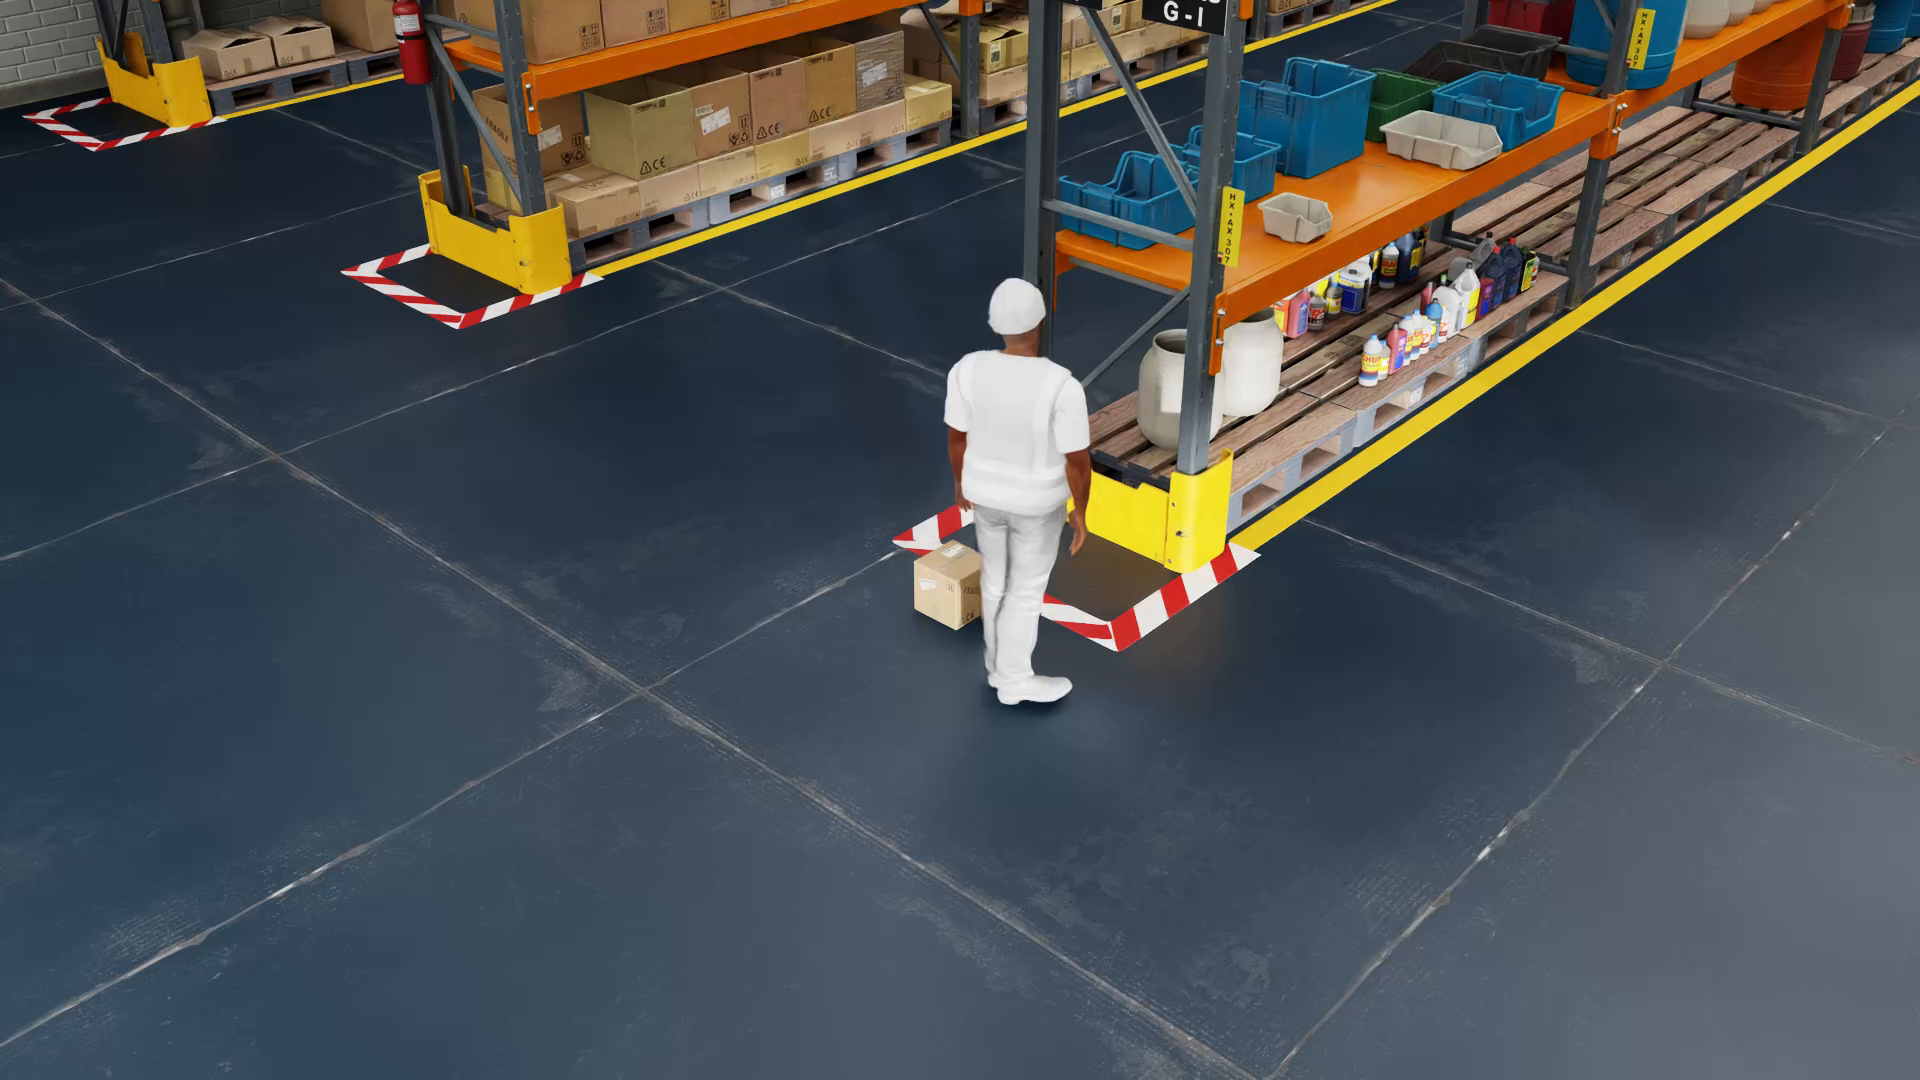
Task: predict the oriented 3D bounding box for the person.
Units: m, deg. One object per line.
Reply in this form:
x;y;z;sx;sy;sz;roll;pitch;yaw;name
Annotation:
0.240;-0.177;6.365;0.585;1.769;0.404;15;34;23;person
